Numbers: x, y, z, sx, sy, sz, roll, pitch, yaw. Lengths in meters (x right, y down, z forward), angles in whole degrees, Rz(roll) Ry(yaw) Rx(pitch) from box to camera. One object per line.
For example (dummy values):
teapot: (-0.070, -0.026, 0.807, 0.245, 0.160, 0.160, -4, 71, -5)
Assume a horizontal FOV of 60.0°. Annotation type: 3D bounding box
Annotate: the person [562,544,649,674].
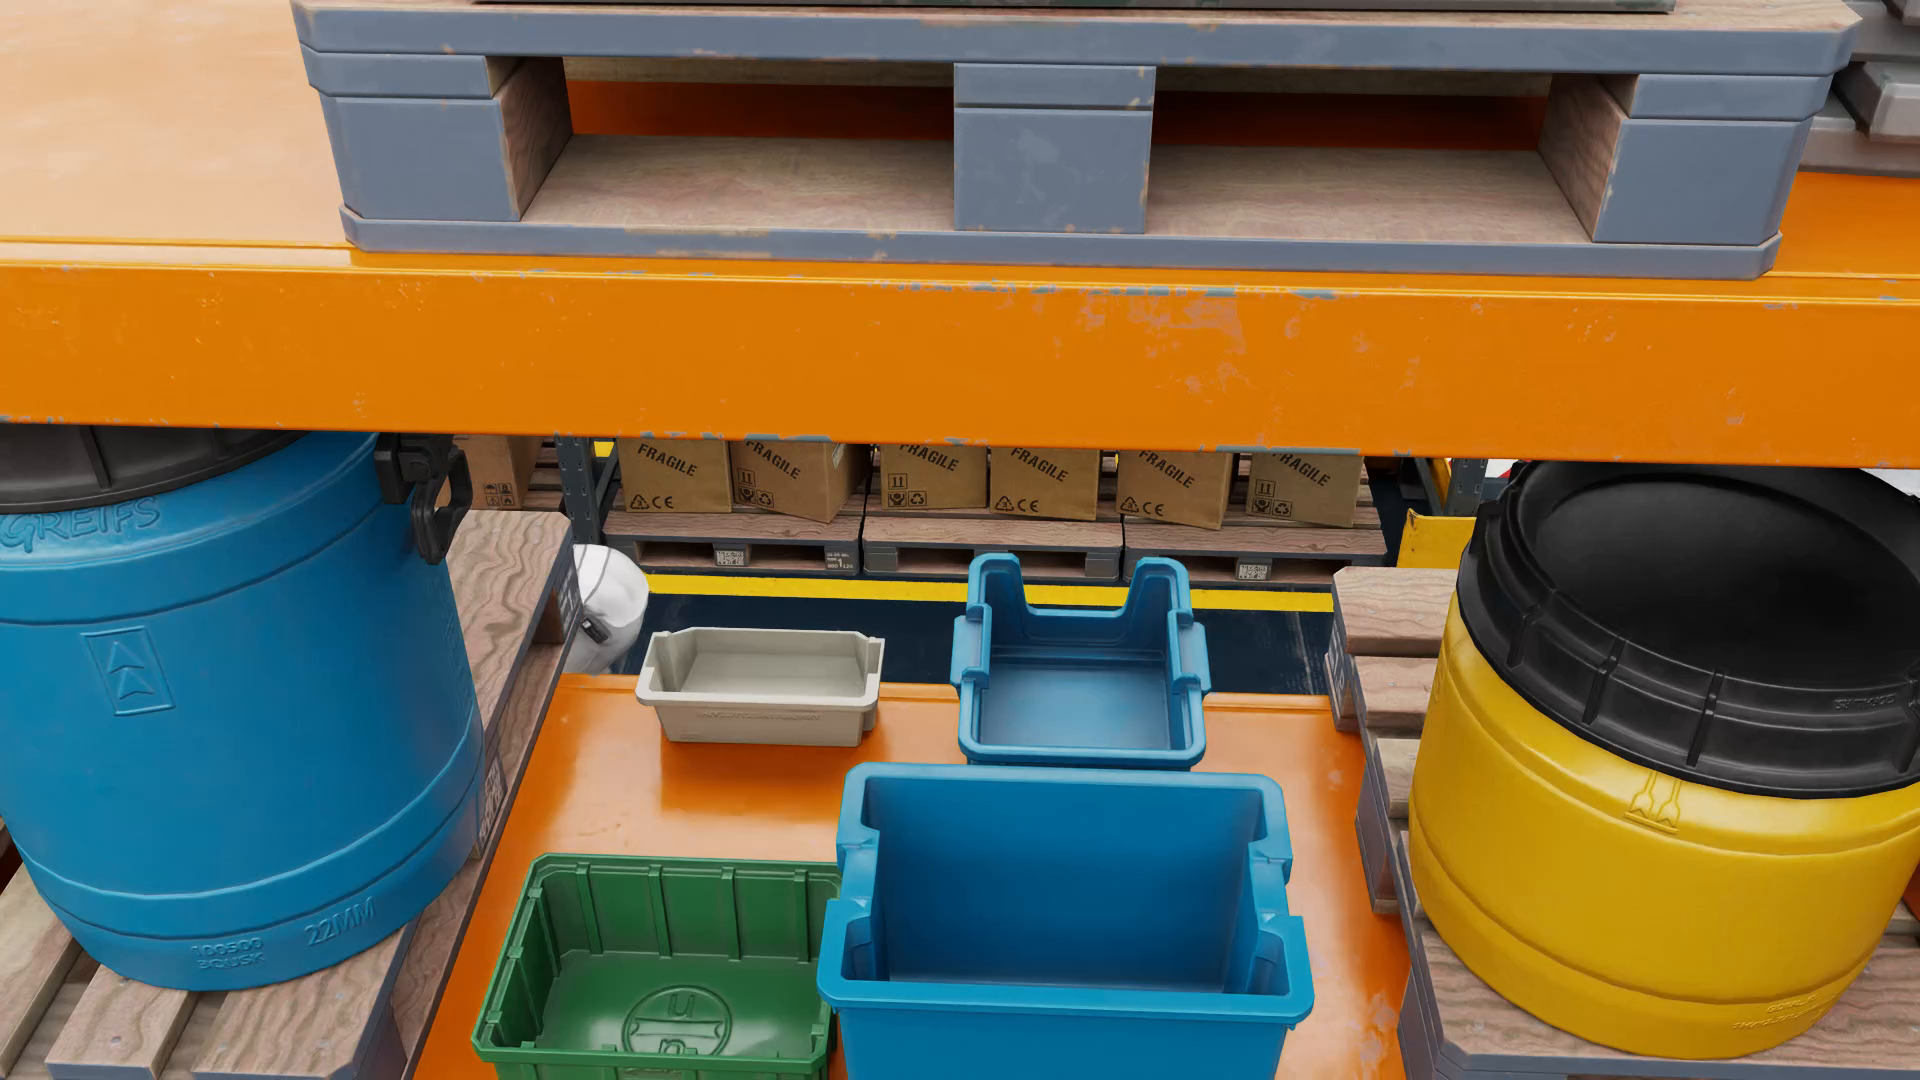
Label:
person: (-1.652, 0.431, 6.494, 0.915, 1.148, 0.441, 0, 36, 0)
